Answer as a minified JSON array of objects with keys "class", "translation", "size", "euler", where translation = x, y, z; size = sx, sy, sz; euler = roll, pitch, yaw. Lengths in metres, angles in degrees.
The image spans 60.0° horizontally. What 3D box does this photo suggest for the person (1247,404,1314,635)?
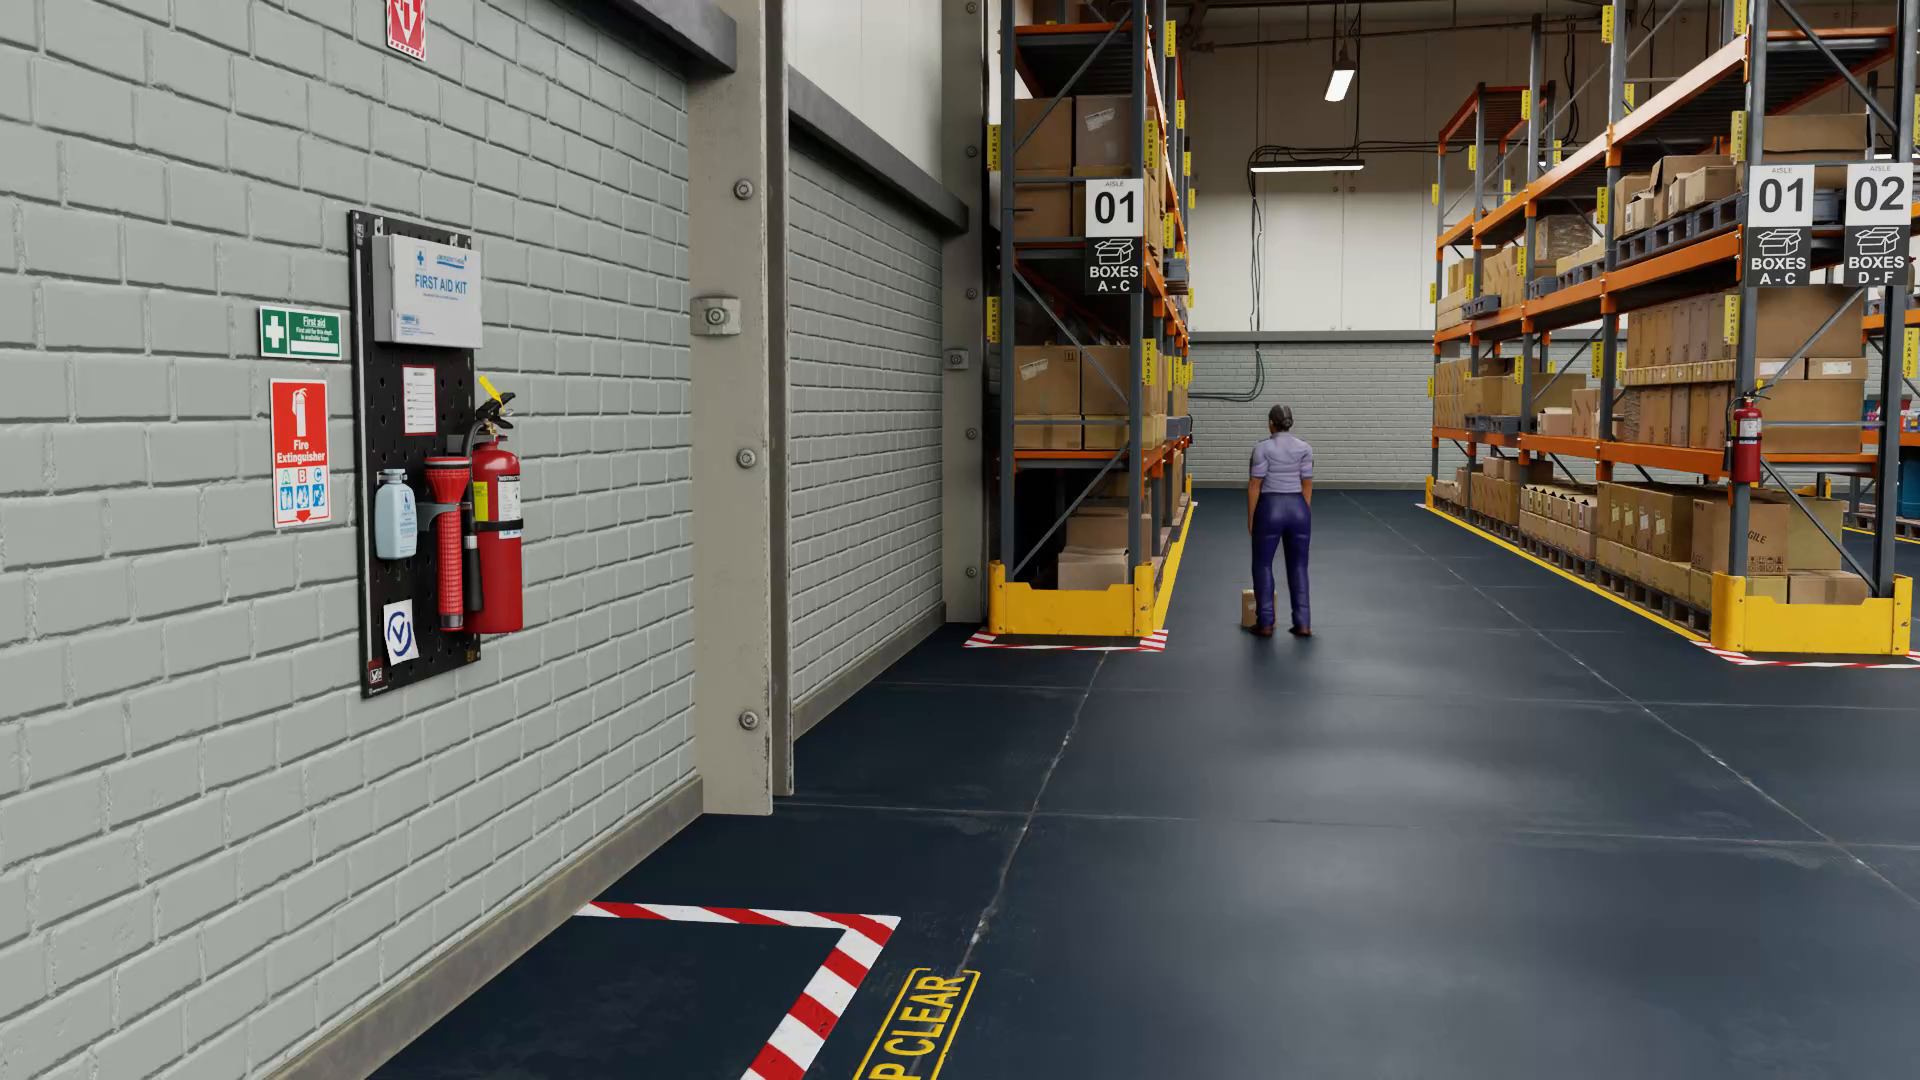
[{"class":"person","translation":[2.265,-0.130,11.841],"size":[0.468,1.646,0.342],"euler":[0,5,-6]}]
